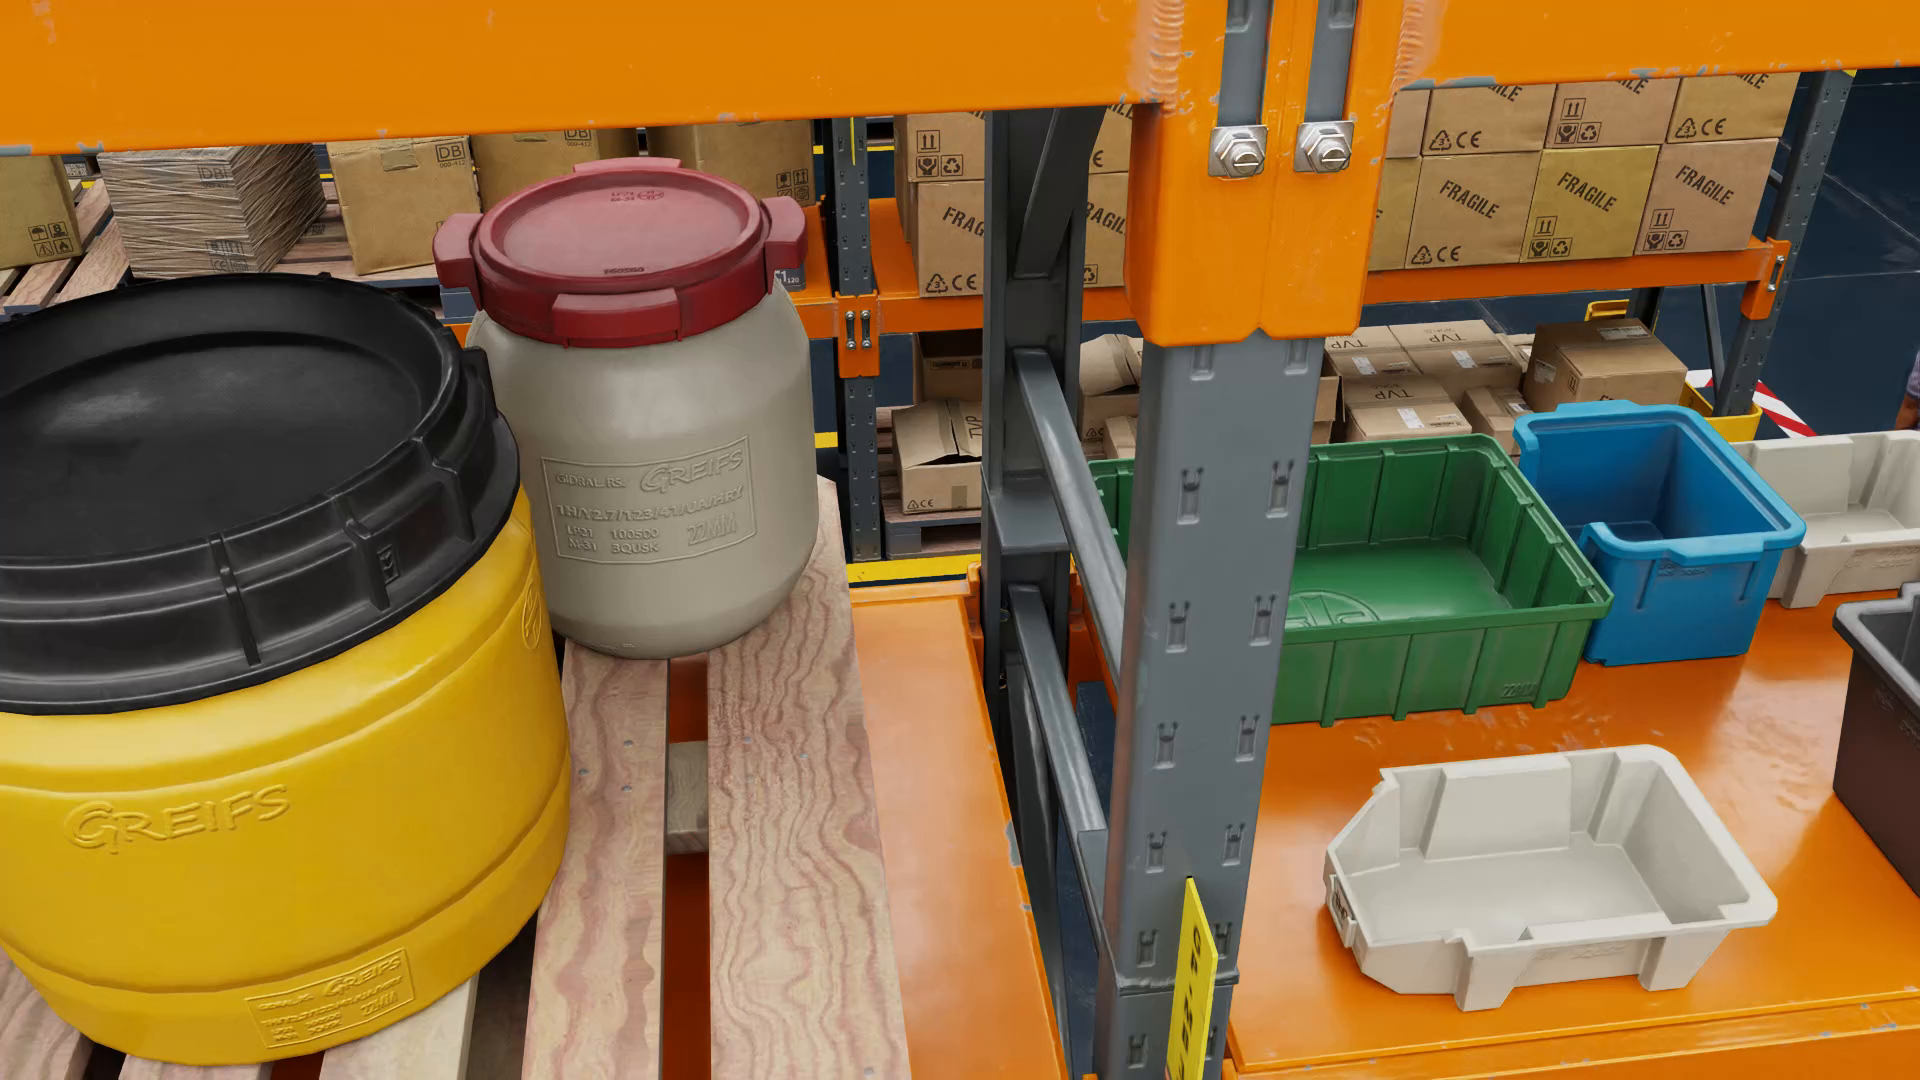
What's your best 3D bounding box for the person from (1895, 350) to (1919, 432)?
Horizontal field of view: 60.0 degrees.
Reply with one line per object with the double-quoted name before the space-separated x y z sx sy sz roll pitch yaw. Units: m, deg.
"person" 3.762 -0.230 6.464 0.724 1.615 0.497 -5 35 -7
